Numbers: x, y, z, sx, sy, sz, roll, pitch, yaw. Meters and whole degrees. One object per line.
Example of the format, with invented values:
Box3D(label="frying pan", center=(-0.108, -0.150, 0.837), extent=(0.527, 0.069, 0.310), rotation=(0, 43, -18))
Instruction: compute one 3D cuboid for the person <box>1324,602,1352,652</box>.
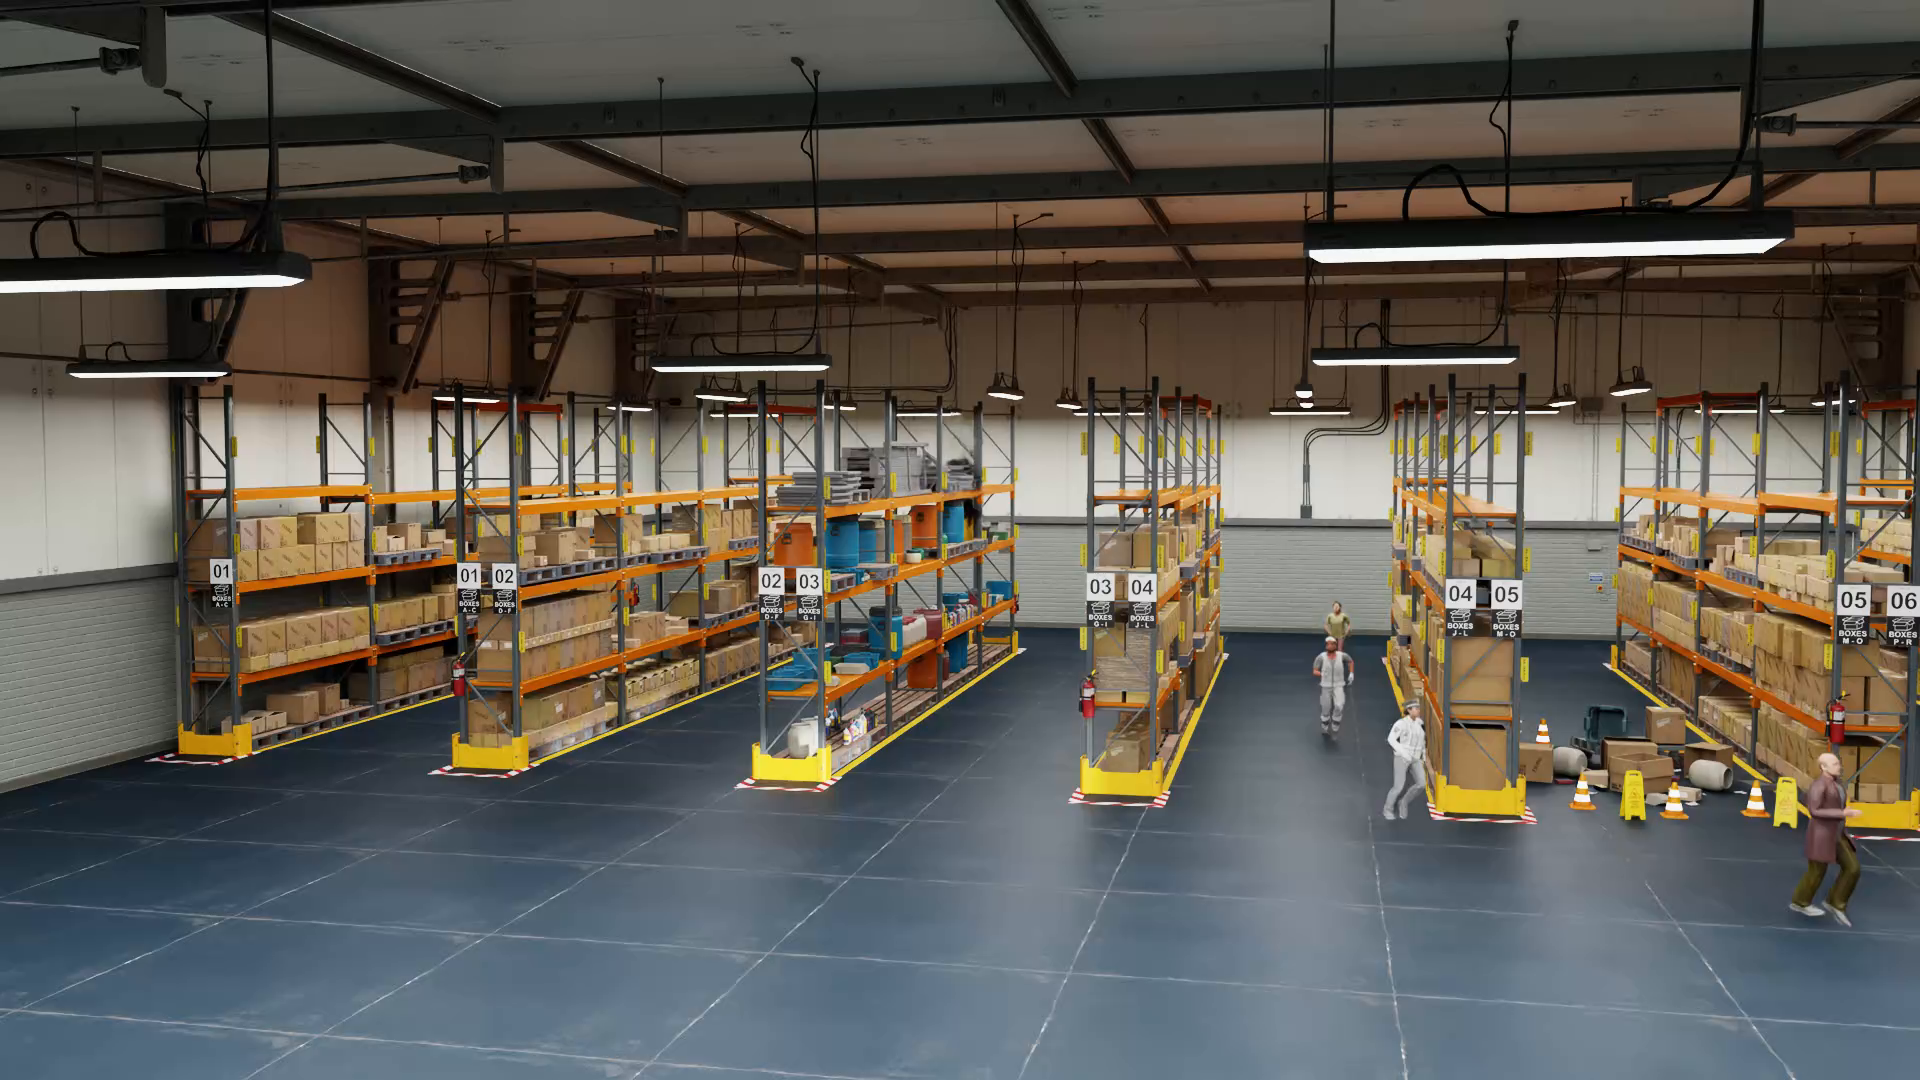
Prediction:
Box3D(label="person", center=(8.248, 2.163, 36.311), extent=(0.586, 1.658, 0.756), rotation=(1, 3, 15))

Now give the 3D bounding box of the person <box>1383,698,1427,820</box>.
Box3D(label="person", center=(6.043, 2.931, 22.288), extent=(0.677, 1.639, 0.572), rotation=(-1, 3, -20))

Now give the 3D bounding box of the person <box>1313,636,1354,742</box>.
Box3D(label="person", center=(6.349, 2.522, 28.287), extent=(0.677, 1.787, 0.890), rotation=(1, 3, 13))

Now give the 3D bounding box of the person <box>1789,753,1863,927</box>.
Box3D(label="person", center=(9.138, 3.148, 17.471), extent=(0.698, 1.825, 0.773), rotation=(-2, 4, -33))
